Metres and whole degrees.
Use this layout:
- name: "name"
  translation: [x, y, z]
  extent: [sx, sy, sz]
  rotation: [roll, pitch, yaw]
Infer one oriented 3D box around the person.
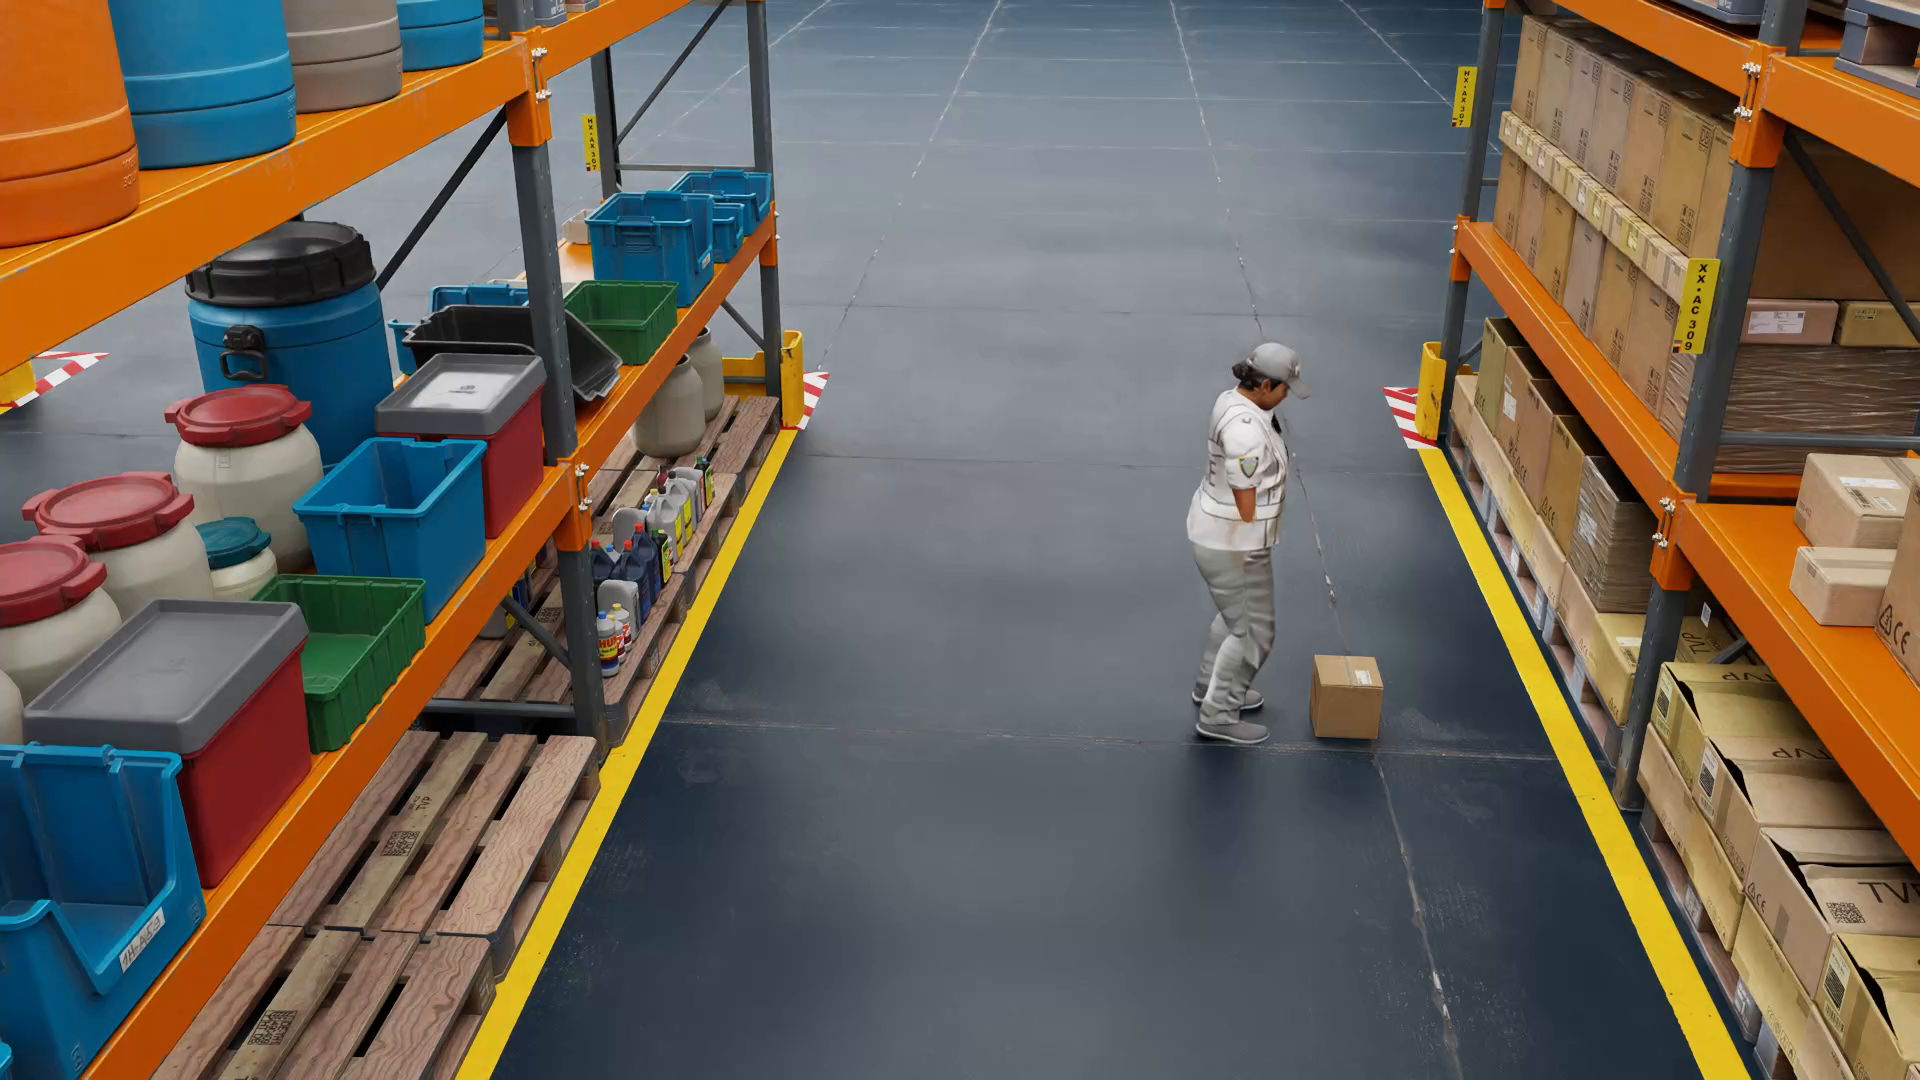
- name: "person"
  translation: [1.146, 0.000, 6.651]
  extent: [0.400, 1.640, 0.484]
  rotation: [2, 25, 5]
